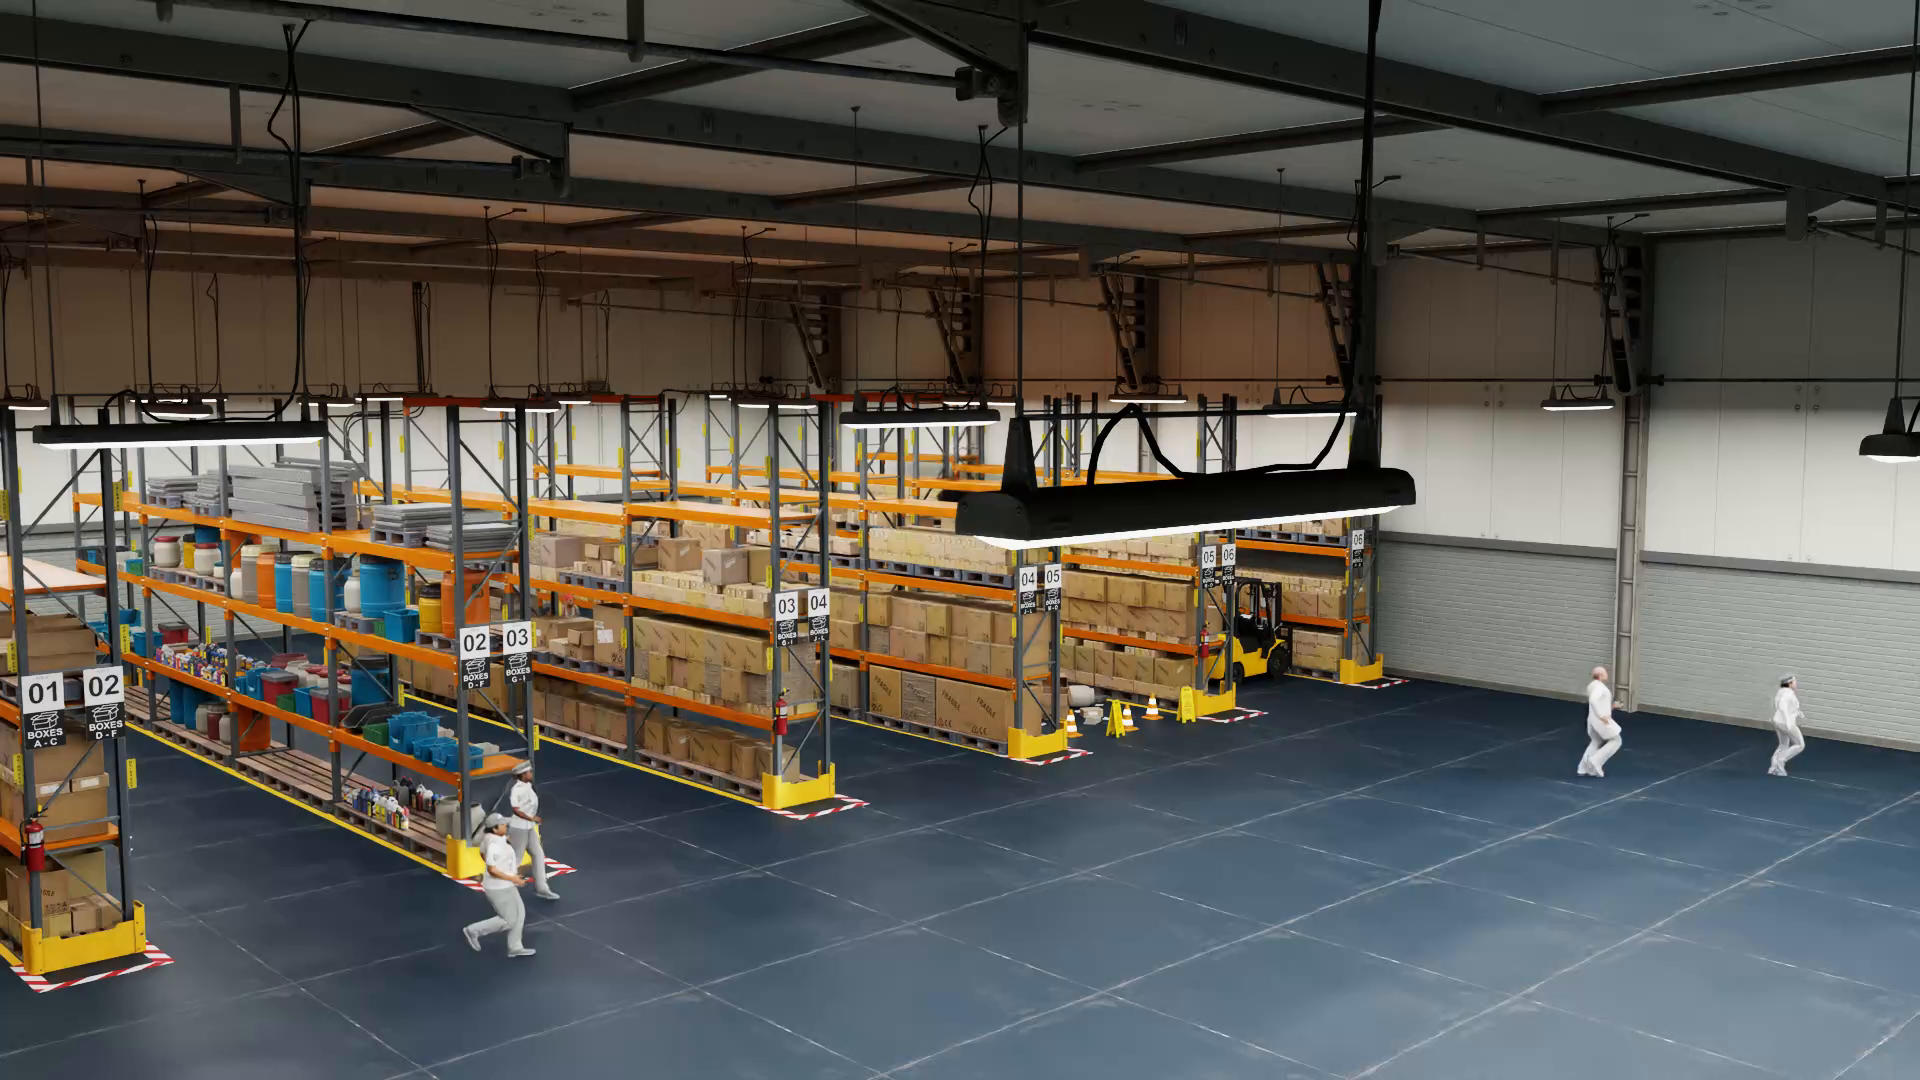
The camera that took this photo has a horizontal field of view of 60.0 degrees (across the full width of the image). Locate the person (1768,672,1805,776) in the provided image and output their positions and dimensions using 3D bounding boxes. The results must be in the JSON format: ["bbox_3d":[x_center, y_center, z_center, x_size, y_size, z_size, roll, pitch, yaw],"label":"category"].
[{"bbox_3d":[13.228,2.938,26.507,0.567,1.662,0.539,0,6,3],"label":"person"}]

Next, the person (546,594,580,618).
[{"bbox_3d":[-8.521,2.001,36.019,0.751,1.705,0.649,5,7,39],"label":"person"}]

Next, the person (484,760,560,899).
[{"bbox_3d":[-5.312,3.521,20.247,0.888,1.669,0.661,0,6,-2],"label":"person"}]

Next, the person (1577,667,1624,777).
[{"bbox_3d":[10.229,2.891,26.481,0.712,1.747,0.685,0,6,-1],"label":"person"}]

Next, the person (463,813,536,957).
[{"bbox_3d":[-5.045,3.777,18.162,0.764,1.625,0.622,-2,6,-17],"label":"person"}]
